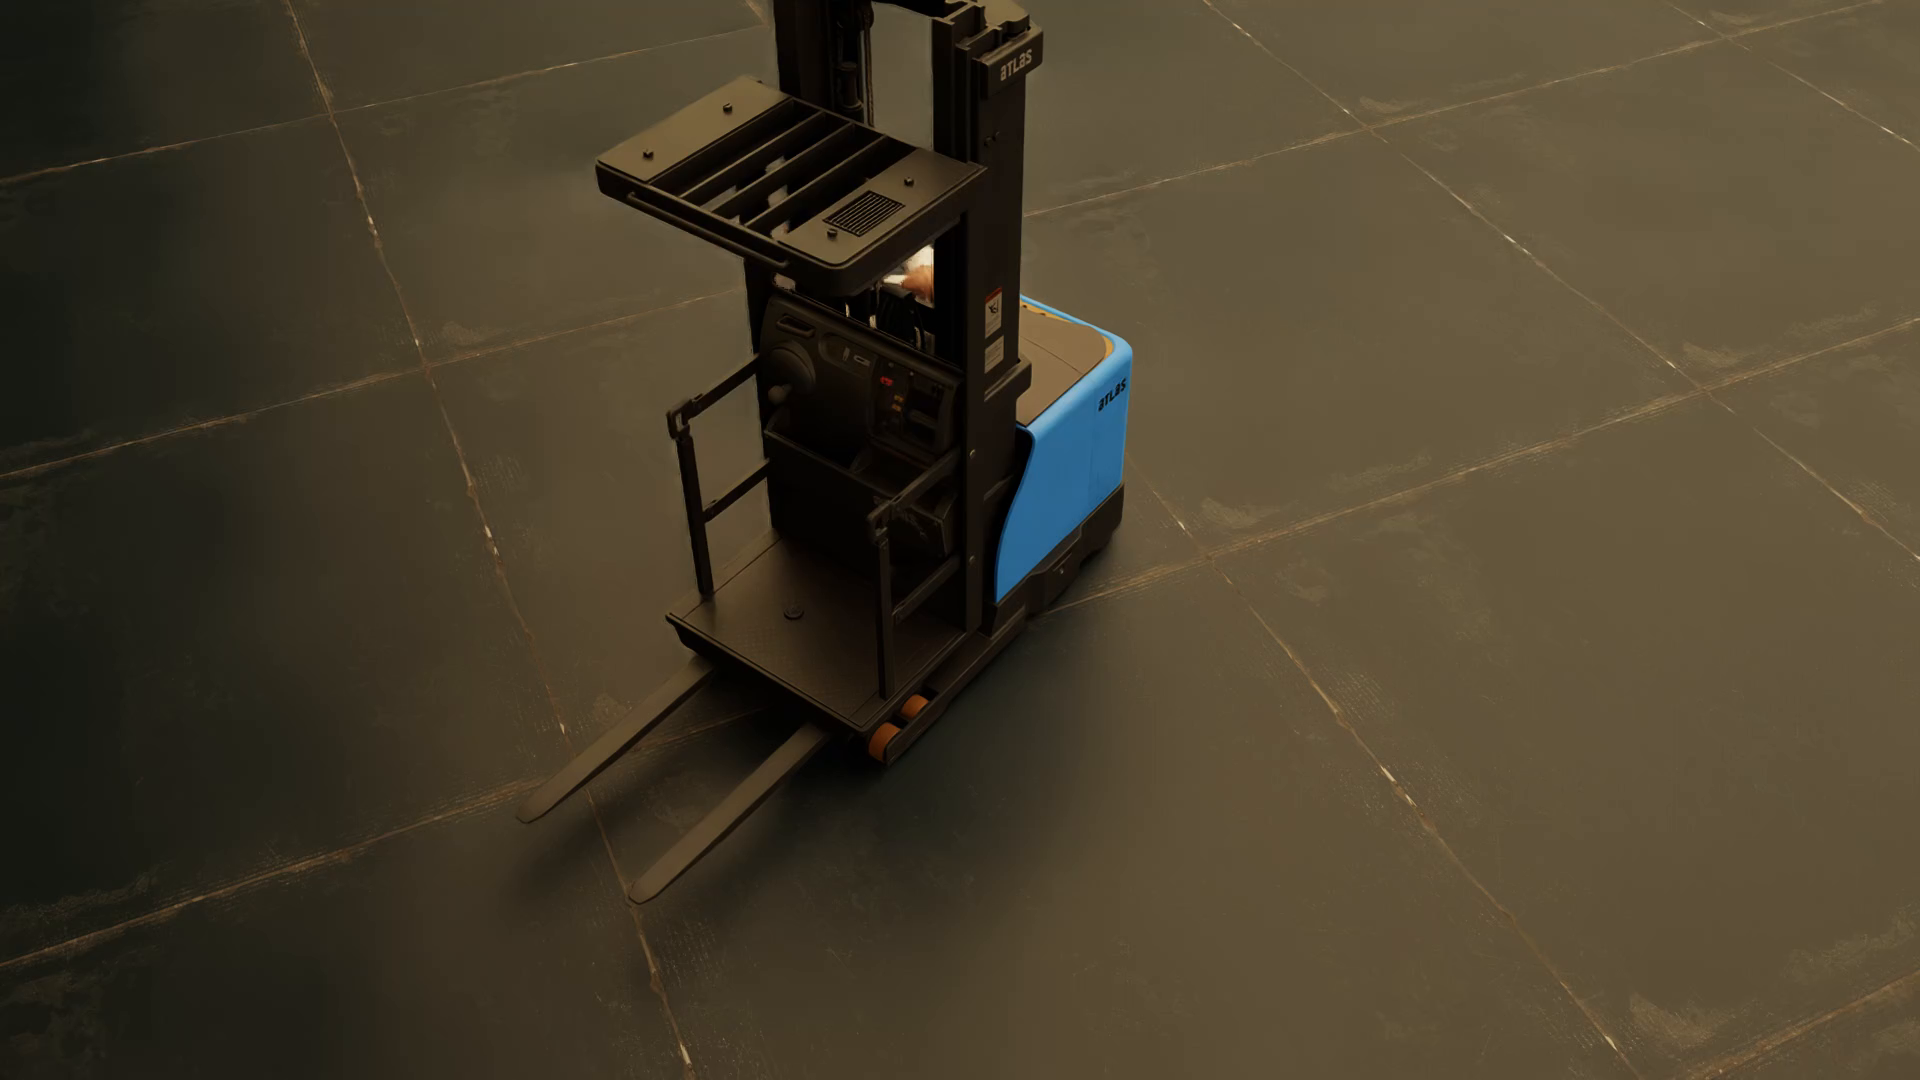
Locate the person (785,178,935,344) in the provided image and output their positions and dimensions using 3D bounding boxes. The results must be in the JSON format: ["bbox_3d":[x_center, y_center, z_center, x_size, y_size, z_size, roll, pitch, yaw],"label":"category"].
[{"bbox_3d":[-0.354,-0.887,7.528,0.711,1.694,1.094,8,44,8],"label":"person"}]

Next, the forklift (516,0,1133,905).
[{"bbox_3d":[-0.526,-0.537,6.255,1.130,2.935,3.031,27,49,26],"label":"forklift"}]
